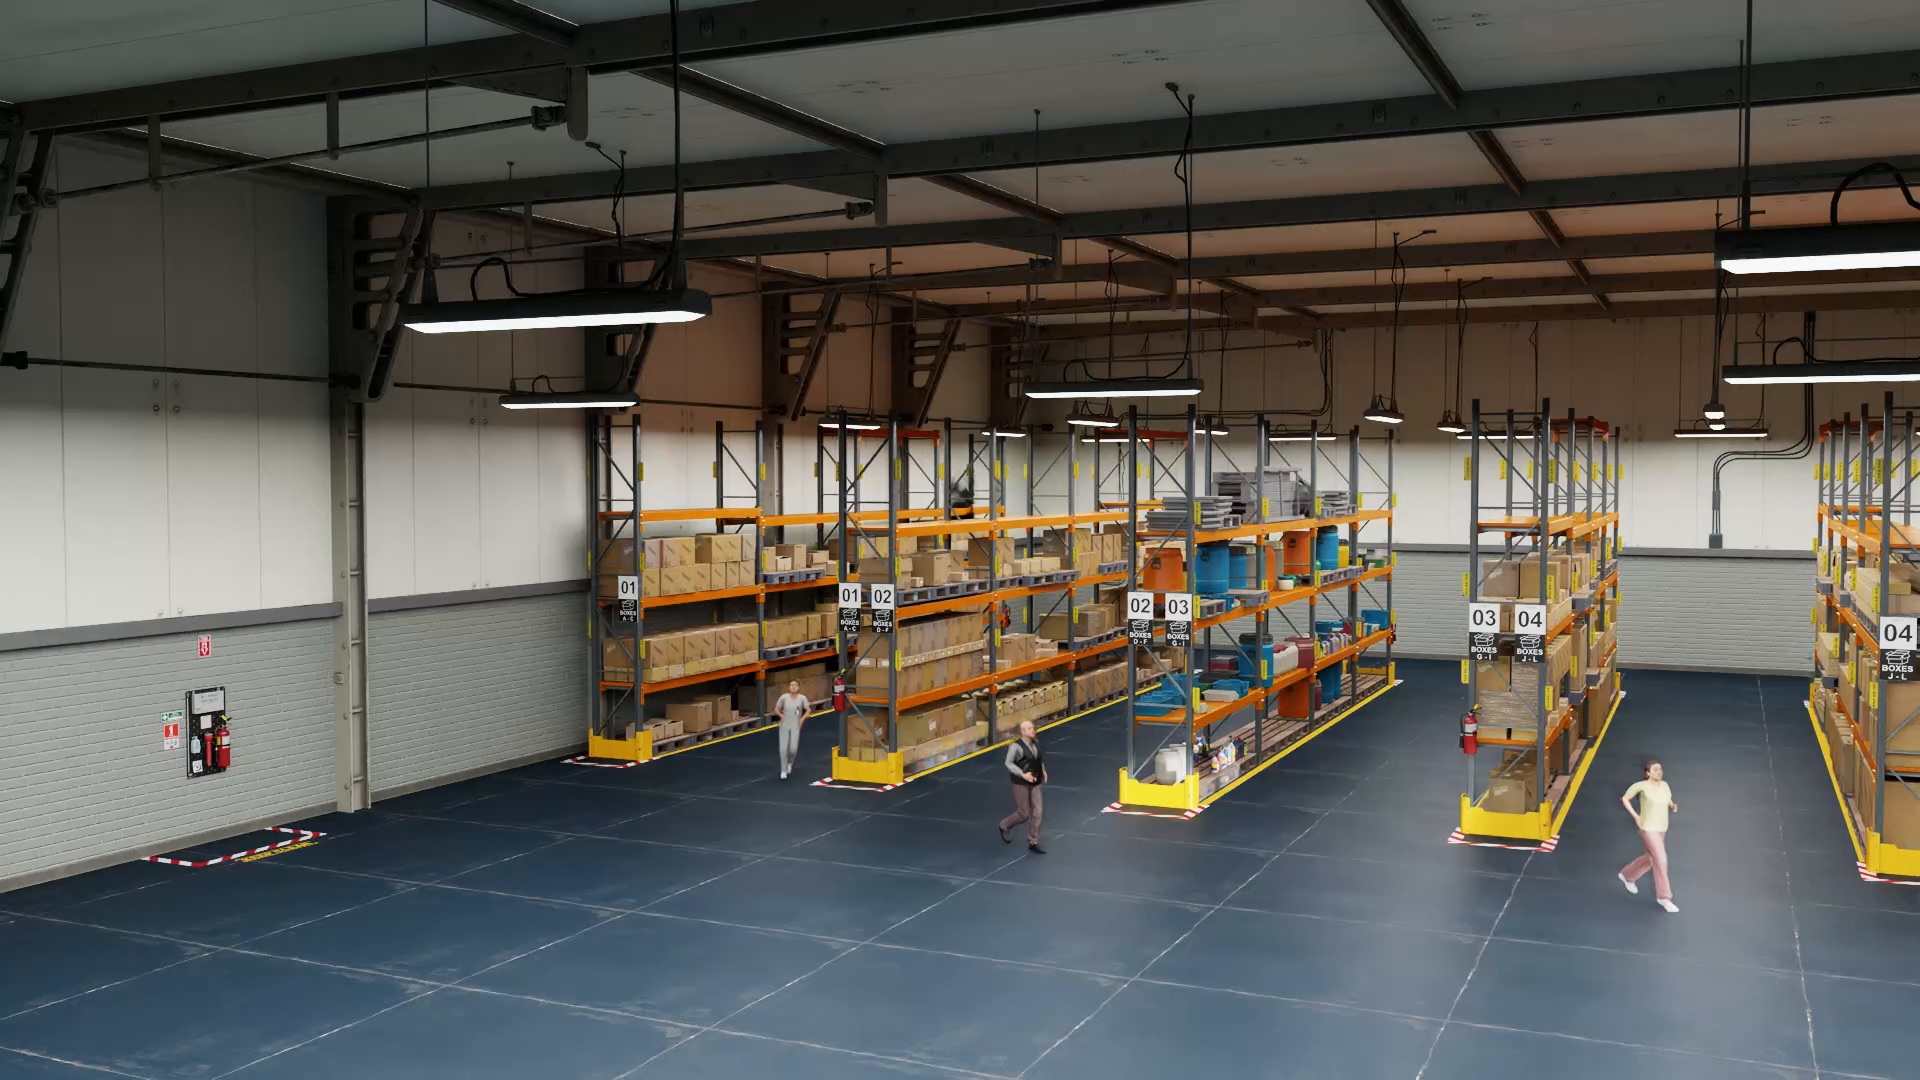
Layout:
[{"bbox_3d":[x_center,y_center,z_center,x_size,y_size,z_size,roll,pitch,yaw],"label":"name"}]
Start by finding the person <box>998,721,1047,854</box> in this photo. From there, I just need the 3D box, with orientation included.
[{"bbox_3d":[0.862,3.249,22.011,0.685,1.720,0.771,-2,3,-41],"label":"person"}]

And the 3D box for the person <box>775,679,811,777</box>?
[{"bbox_3d":[-2.739,3.074,27.156,0.582,1.620,0.575,0,2,-2],"label":"person"}]

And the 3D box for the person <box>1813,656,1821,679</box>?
[{"bbox_3d":[18.950,2.651,36.345,0.555,1.763,0.705,1,2,20],"label":"person"}]

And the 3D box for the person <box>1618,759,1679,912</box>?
[{"bbox_3d":[8.013,3.370,19.256,0.561,1.688,0.897,-1,3,-23],"label":"person"}]
